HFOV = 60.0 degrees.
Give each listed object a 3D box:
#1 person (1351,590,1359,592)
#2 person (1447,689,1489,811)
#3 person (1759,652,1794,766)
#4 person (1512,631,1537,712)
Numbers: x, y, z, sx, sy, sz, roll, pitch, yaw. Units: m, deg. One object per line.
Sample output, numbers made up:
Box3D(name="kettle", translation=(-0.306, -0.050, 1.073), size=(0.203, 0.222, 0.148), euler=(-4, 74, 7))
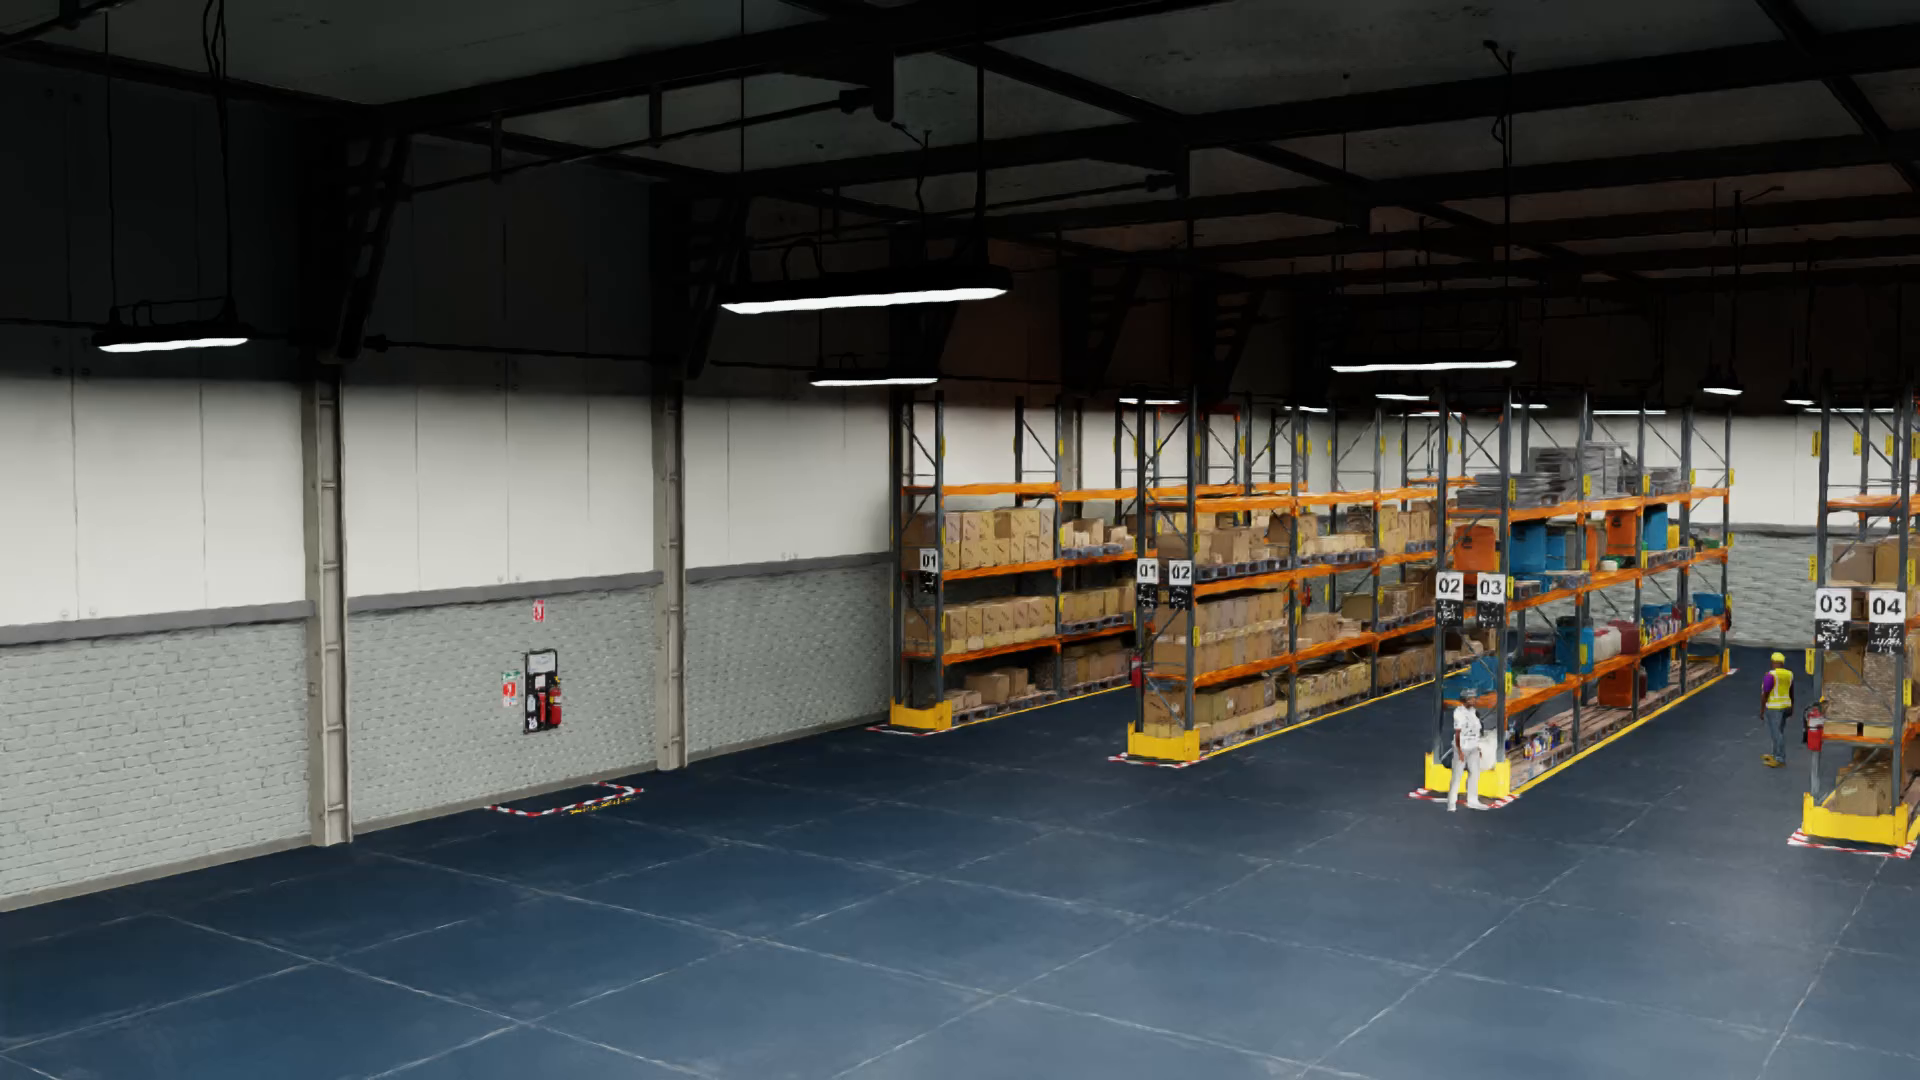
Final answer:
Box3D(name="person", translation=(9.156, 1.996, 38.575), size=(0.406, 1.675, 0.518), euler=(0, 3, 7))
Box3D(name="person", translation=(6.949, 2.870, 22.846), size=(0.569, 1.678, 0.402), euler=(-2, 4, -33))
Box3D(name="person", translation=(12.819, 2.634, 26.146), size=(0.671, 1.763, 0.581), euler=(-2, 4, -29))
Box3D(name="person", translation=(10.691, 2.473, 31.368), size=(0.566, 1.541, 0.519), euler=(2, 4, 33))
